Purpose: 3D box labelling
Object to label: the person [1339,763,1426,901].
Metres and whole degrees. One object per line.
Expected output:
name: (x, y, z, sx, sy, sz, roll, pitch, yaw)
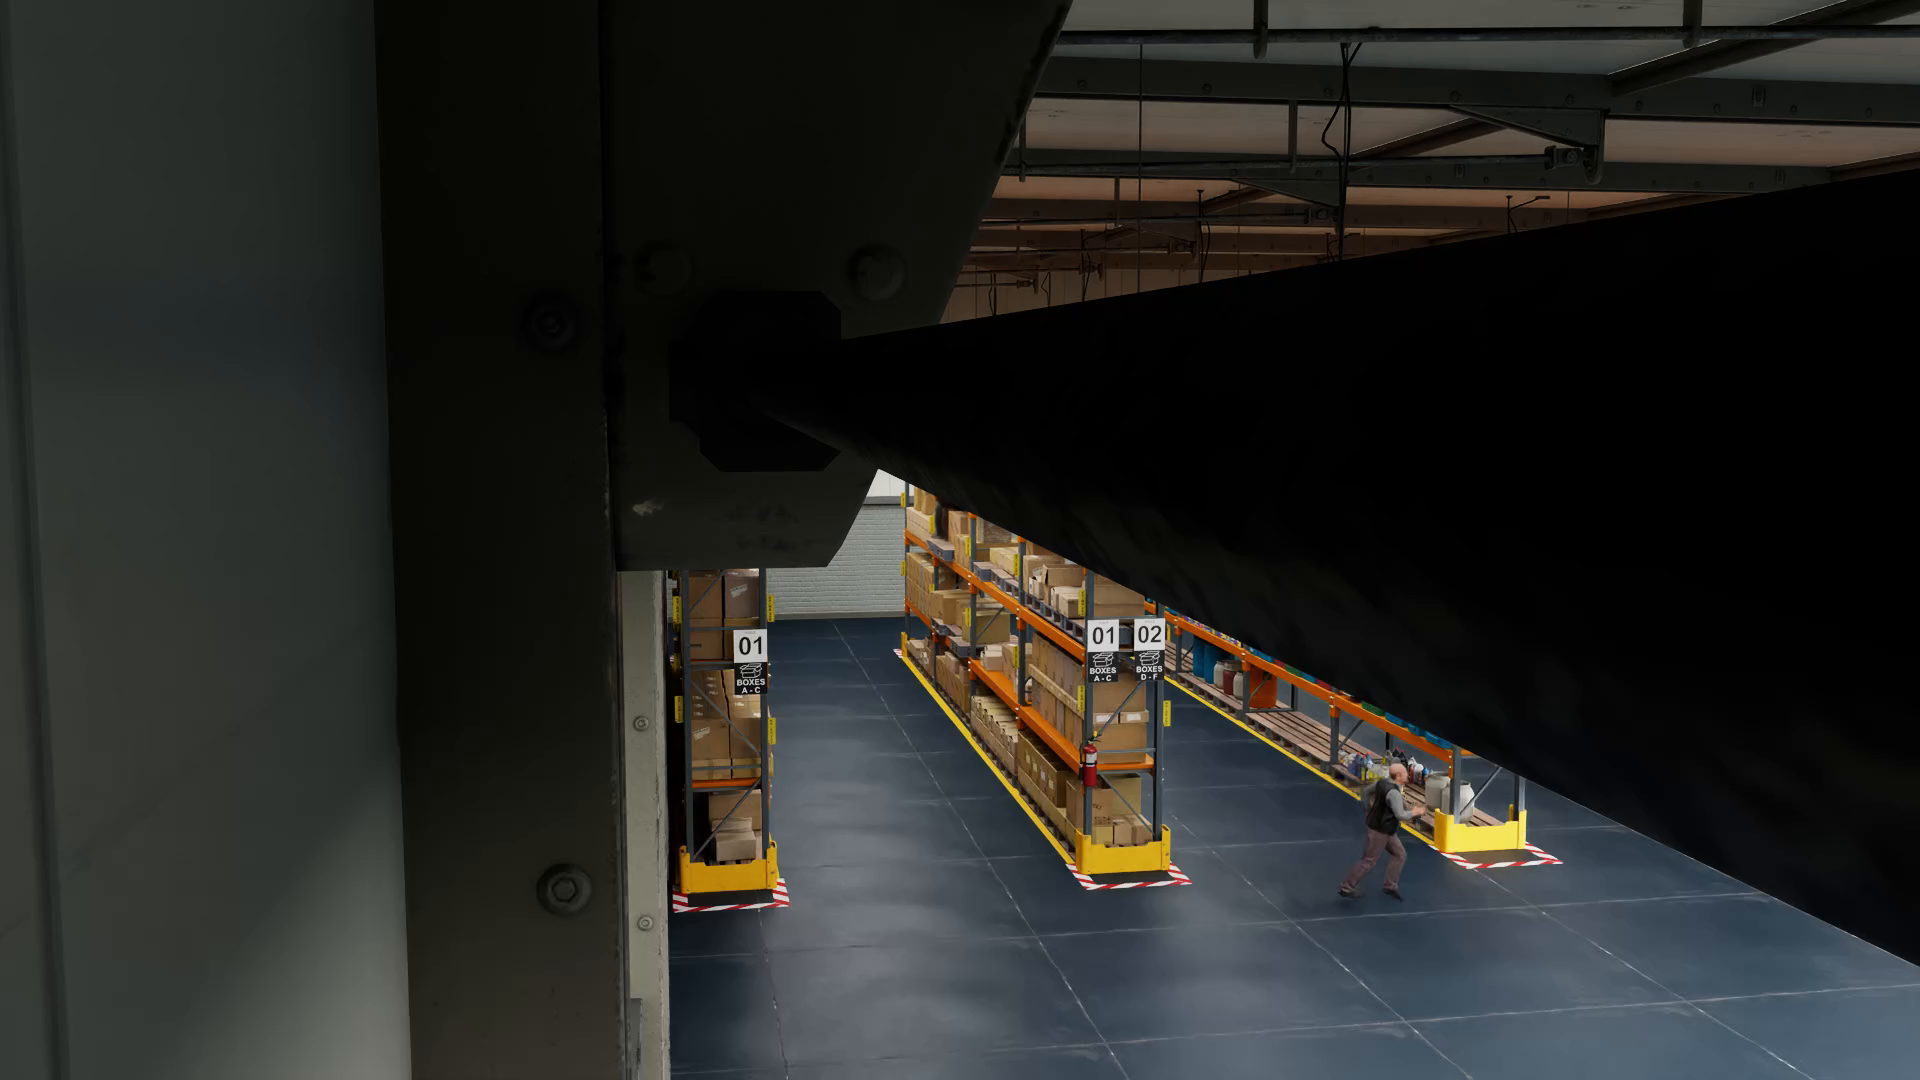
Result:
person: (4.985, 3.469, 19.641, 0.984, 1.710, 0.647, 1, 6, 7)
